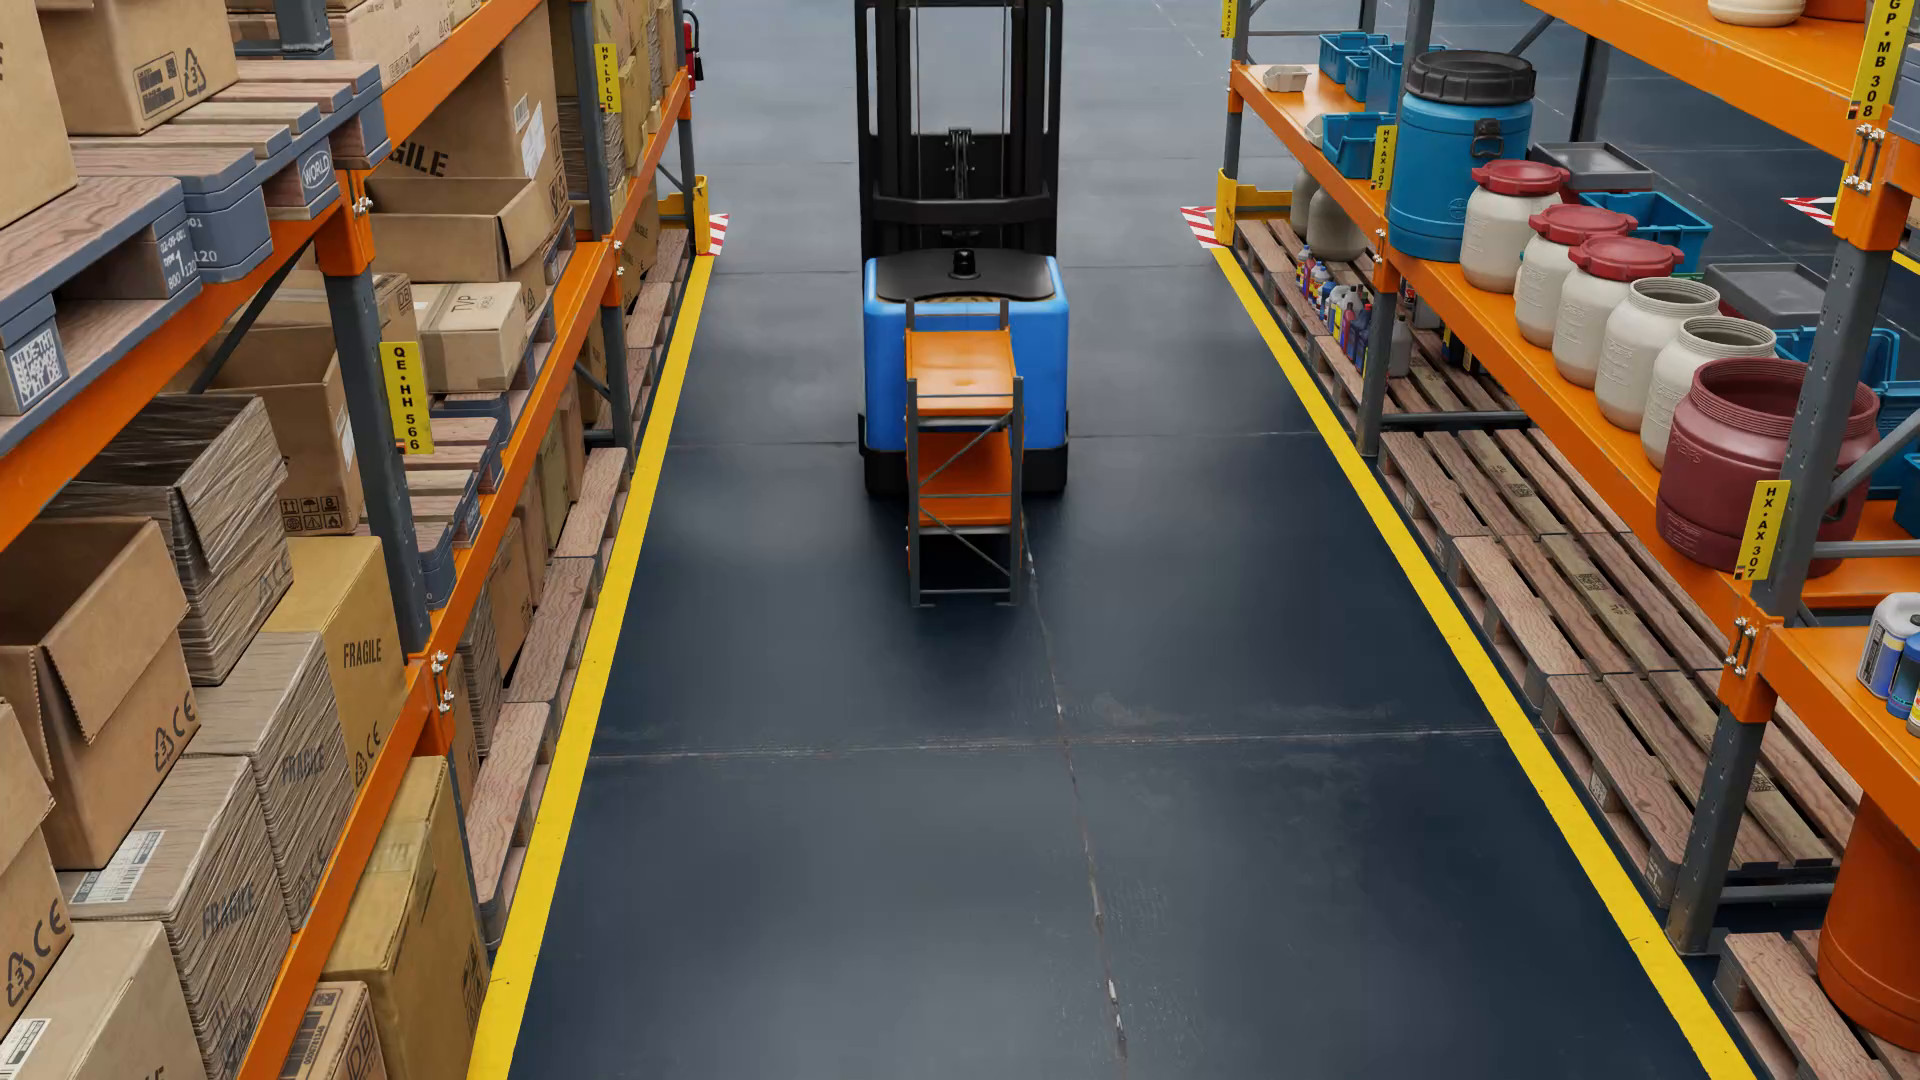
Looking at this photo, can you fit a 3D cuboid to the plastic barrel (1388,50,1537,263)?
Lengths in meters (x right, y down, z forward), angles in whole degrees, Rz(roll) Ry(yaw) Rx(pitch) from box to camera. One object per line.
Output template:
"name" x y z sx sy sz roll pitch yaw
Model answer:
"plastic barrel" 2.412 -1.855 8.020 0.600 0.901 0.708 -1 28 -3

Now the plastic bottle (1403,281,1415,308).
"plastic bottle" 2.888 -1.589 10.604 0.097 0.201 0.097 0 28 0

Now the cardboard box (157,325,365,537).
"cardboard box" -2.111 -0.330 5.077 0.500 0.500 0.500 -5 28 -9

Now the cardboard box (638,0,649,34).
"cardboard box" -2.112 -3.224 9.678 0.500 0.500 0.500 -1 28 -3

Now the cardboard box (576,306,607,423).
"cardboard box" -2.233 -0.962 9.100 0.500 0.500 0.500 -2 28 -4

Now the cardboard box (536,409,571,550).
"cardboard box" -2.236 -0.280 7.771 0.700 0.500 0.500 -2 28 -3

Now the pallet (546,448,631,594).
"pallet" -2.210 -0.103 8.218 1.003 0.211 1.213 -1 28 -3

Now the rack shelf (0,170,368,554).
"rack shelf" -1.939 0.061 2.423 1.077 0.370 4.000 -1 28 -3

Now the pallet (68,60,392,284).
"pallet" -1.957 -0.801 3.504 1.213 0.211 1.003 0 28 0

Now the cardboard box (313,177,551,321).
"cardboard box" -2.069 -1.132 6.611 0.797 0.503 0.637 1 28 3

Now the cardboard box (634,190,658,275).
"cardboard box" -2.380 -2.060 11.204 0.500 0.500 0.500 6 28 11

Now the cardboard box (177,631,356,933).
"cardboard box" -1.750 0.557 3.831 0.500 0.500 0.500 -2 28 -3

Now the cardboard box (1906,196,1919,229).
"cardboard box" 7.238 -2.497 12.314 0.500 0.250 0.500 -1 28 -3

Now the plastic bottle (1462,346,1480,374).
"plastic bottle" 2.965 -1.112 9.601 0.061 0.283 0.133 -1 28 -3

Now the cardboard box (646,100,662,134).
"cardboard box" -2.057 -2.618 10.297 0.380 0.149 0.250 -1 28 -3

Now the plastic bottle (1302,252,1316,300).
"plastic bottle" 2.262 -1.706 10.739 0.061 0.283 0.133 -1 28 -2

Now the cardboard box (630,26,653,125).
"cardboard box" -2.316 -2.776 9.899 0.875 0.500 0.500 -1 28 -3

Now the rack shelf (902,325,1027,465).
"rack shelf" 0.005 -0.690 7.723 0.538 0.278 1.000 -1 28 -2

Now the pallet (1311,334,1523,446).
"pallet" 2.701 -0.893 9.734 1.003 0.211 1.213 -1 28 -3

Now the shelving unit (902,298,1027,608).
"shelving unit" 0.005 -0.430 7.858 0.538 1.125 1.048 -1 28 -2

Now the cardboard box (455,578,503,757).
"cardboard box" -2.140 0.497 6.280 0.700 0.500 0.500 -4 28 -7

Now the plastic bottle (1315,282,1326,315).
"plastic bottle" 2.297 -1.525 10.480 0.097 0.201 0.097 0 28 0

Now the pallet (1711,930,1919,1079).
"pallet" 2.986 1.629 4.899 1.003 0.211 1.213 -1 28 -3

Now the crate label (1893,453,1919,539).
"crate label" 3.255 -0.100 5.380 0.303 0.233 0.416 -1 28 -3

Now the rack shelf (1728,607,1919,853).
"rack shelf" 3.007 1.272 3.346 1.077 0.370 4.000 -1 28 -3

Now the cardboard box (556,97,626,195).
"cardboard box" -2.214 -2.084 8.572 0.875 0.500 0.500 -1 28 -3

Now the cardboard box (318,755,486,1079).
"cardboard box" -2.028 1.224 4.503 1.225 0.875 0.875 -3 28 -5

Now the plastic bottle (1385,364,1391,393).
"plastic bottle" 2.364 -0.932 9.344 0.097 0.201 0.097 0 28 0

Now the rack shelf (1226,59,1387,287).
"rack shelf" 2.590 -2.423 10.429 1.077 0.370 4.000 -1 28 -3

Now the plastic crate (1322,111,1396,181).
"plastic crate" 2.365 -2.257 9.494 0.499 0.251 0.616 -1 28 -3

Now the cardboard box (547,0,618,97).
"cardboard box" -2.022 -2.532 8.350 0.500 0.500 0.500 -1 28 -3

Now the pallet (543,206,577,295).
"pallet" -2.358 -1.257 7.624 1.003 0.211 1.213 -1 28 -3

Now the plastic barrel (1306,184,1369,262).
"plastic barrel" 2.622 -2.215 11.489 0.421 0.512 0.421 0 28 0

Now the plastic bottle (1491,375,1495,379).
"plastic bottle" 3.105 -1.024 9.520 0.097 0.201 0.097 0 28 0

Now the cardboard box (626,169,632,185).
"cardboard box" -2.026 -2.039 9.188 0.380 0.149 0.250 -1 28 -3

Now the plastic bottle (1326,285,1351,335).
"plastic bottle" 2.341 -1.409 10.177 0.152 0.276 0.135 -1 28 -2

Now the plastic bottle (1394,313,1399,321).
"plastic bottle" 2.509 -1.200 9.776 0.152 0.276 0.135 -1 28 -3

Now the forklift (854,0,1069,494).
"forklift" -0.017 -2.181 9.262 1.130 2.935 3.031 -1 28 -2

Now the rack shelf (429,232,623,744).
"rack shelf" -2.148 -0.456 6.658 1.077 0.370 4.000 -1 28 -3

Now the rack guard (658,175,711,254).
"rack guard" -2.457 -2.402 12.315 1.175 0.500 0.348 -1 28 -3

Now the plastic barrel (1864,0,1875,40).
"plastic barrel" 3.077 -1.908 4.878 0.600 0.901 0.600 0 28 0

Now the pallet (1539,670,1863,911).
"pallet" 2.901 0.907 6.283 1.003 0.211 1.213 -1 28 -3

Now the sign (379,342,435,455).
"sign" -1.489 -0.380 4.482 0.100 0.325 0.005 -1 28 -3

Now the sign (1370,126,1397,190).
"sign" 2.144 -1.933 8.413 0.100 0.325 0.005 -1 28 -3

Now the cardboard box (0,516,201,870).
"cardboard box" -1.990 0.299 3.241 0.797 0.503 0.637 -1 28 -1

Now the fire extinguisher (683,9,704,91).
"fire extinguisher" -2.007 -3.575 11.945 0.296 0.674 0.183 -1 28 -3

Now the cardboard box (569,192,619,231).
"cardboard box" -1.963 -1.694 8.525 0.380 0.149 0.250 -1 28 -3

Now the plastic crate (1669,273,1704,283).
"plastic crate" 3.067 -0.927 7.012 0.450 0.188 0.662 -1 28 -3

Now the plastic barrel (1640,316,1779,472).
"plastic barrel" 2.636 -0.490 5.826 0.421 0.512 0.421 0 28 0

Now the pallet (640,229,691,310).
"pallet" -2.450 -1.898 11.661 1.003 0.211 1.213 -1 28 -3

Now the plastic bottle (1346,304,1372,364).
"plastic bottle" 2.363 -1.218 9.730 0.144 0.351 0.185 -3 28 -5

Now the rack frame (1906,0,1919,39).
"rack frame" 2.903 -2.631 3.563 1.000 3.000 0.127 -1 28 -3

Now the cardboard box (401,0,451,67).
"cardboard box" -1.840 -1.575 4.945 0.500 0.250 0.500 -1 28 -1

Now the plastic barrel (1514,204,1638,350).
"plastic barrel" 2.563 -1.092 6.954 0.433 0.535 0.433 0 28 0

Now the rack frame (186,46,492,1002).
"rack frame" -2.043 0.149 4.721 1.000 3.000 0.127 -1 28 -3

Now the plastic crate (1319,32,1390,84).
"plastic crate" 2.810 -3.375 11.639 0.499 0.251 0.616 -1 28 -3

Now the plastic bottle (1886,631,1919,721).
"plastic bottle" 2.581 0.348 4.478 0.097 0.271 0.097 0 28 0
